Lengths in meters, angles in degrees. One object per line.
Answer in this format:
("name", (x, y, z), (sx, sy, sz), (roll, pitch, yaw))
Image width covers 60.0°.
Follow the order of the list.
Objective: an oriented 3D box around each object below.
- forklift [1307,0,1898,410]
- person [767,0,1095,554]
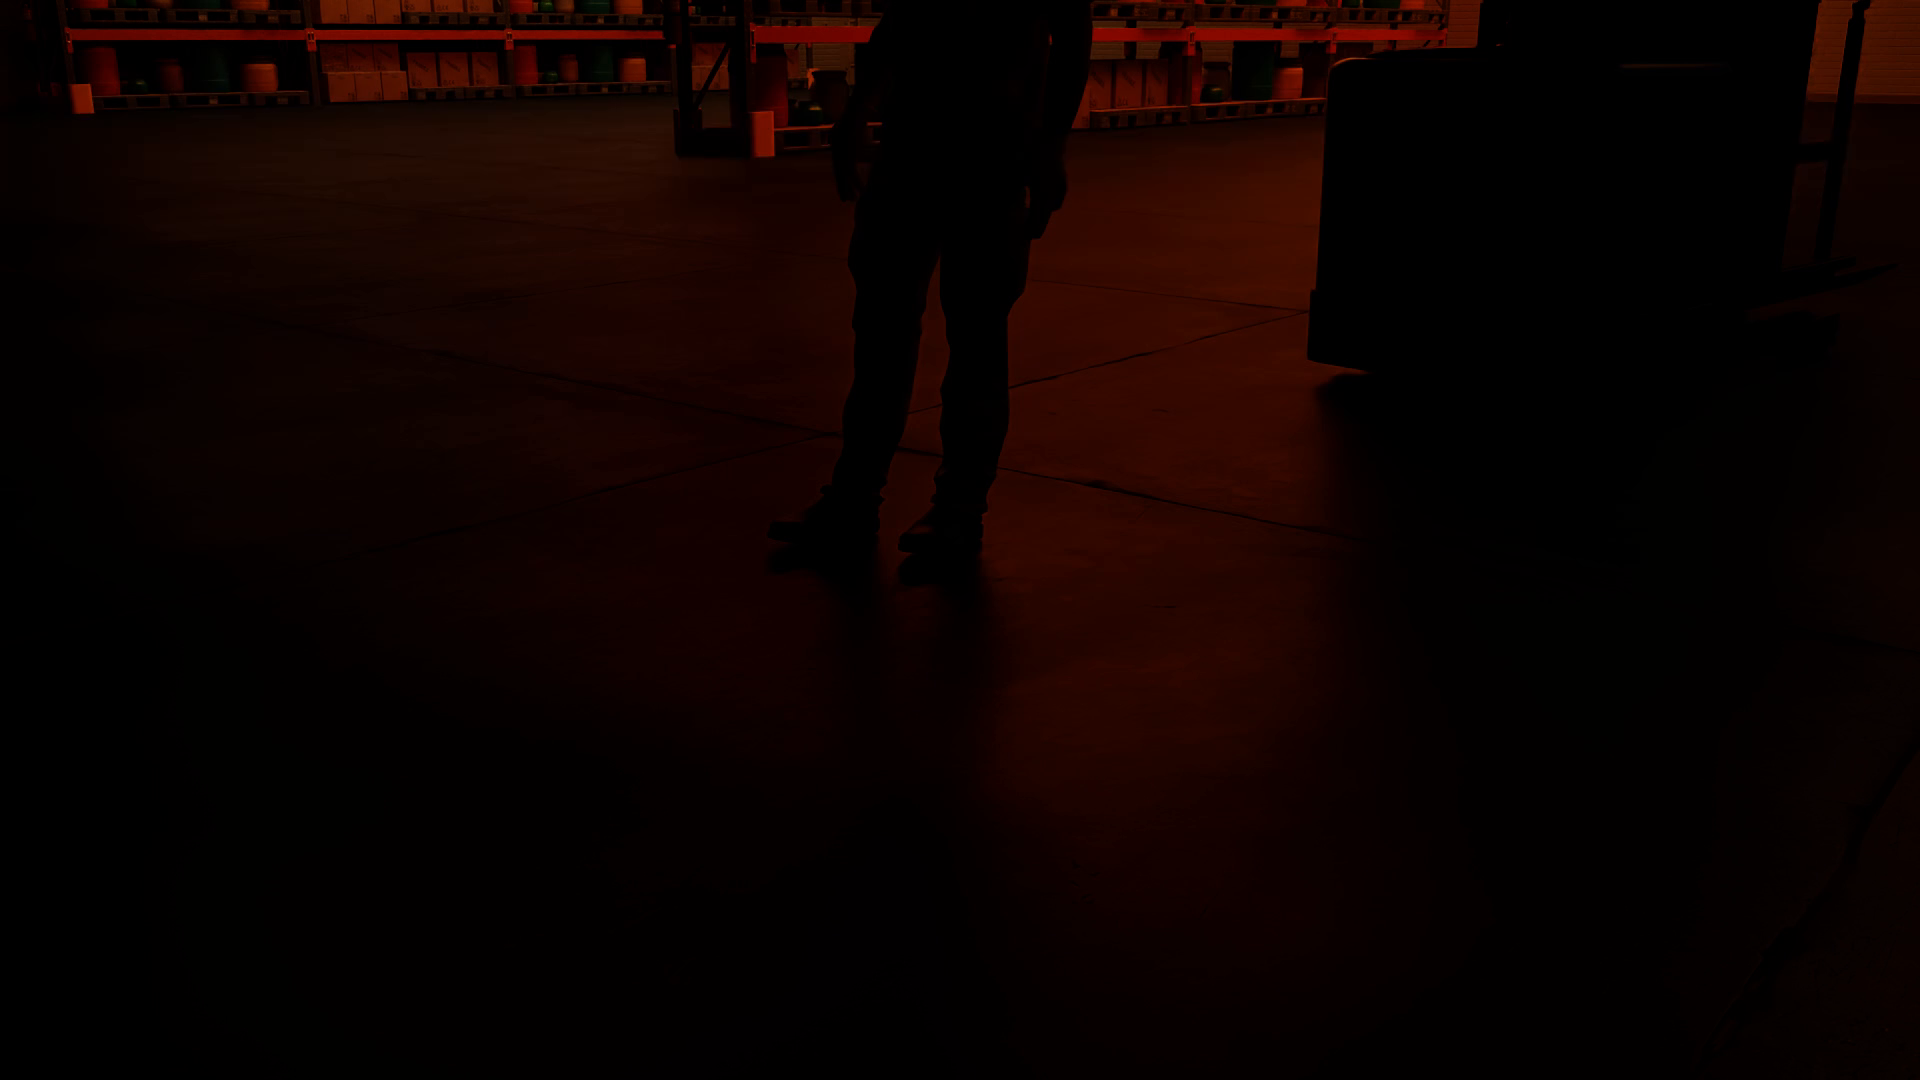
("forklift", (2.634, -2.145, 5.960), (3.031, 2.935, 1.130), (-15, 22, -40))
("person", (-0.061, -0.848, 3.629), (0.637, 1.787, 0.564), (13, 21, 37))
